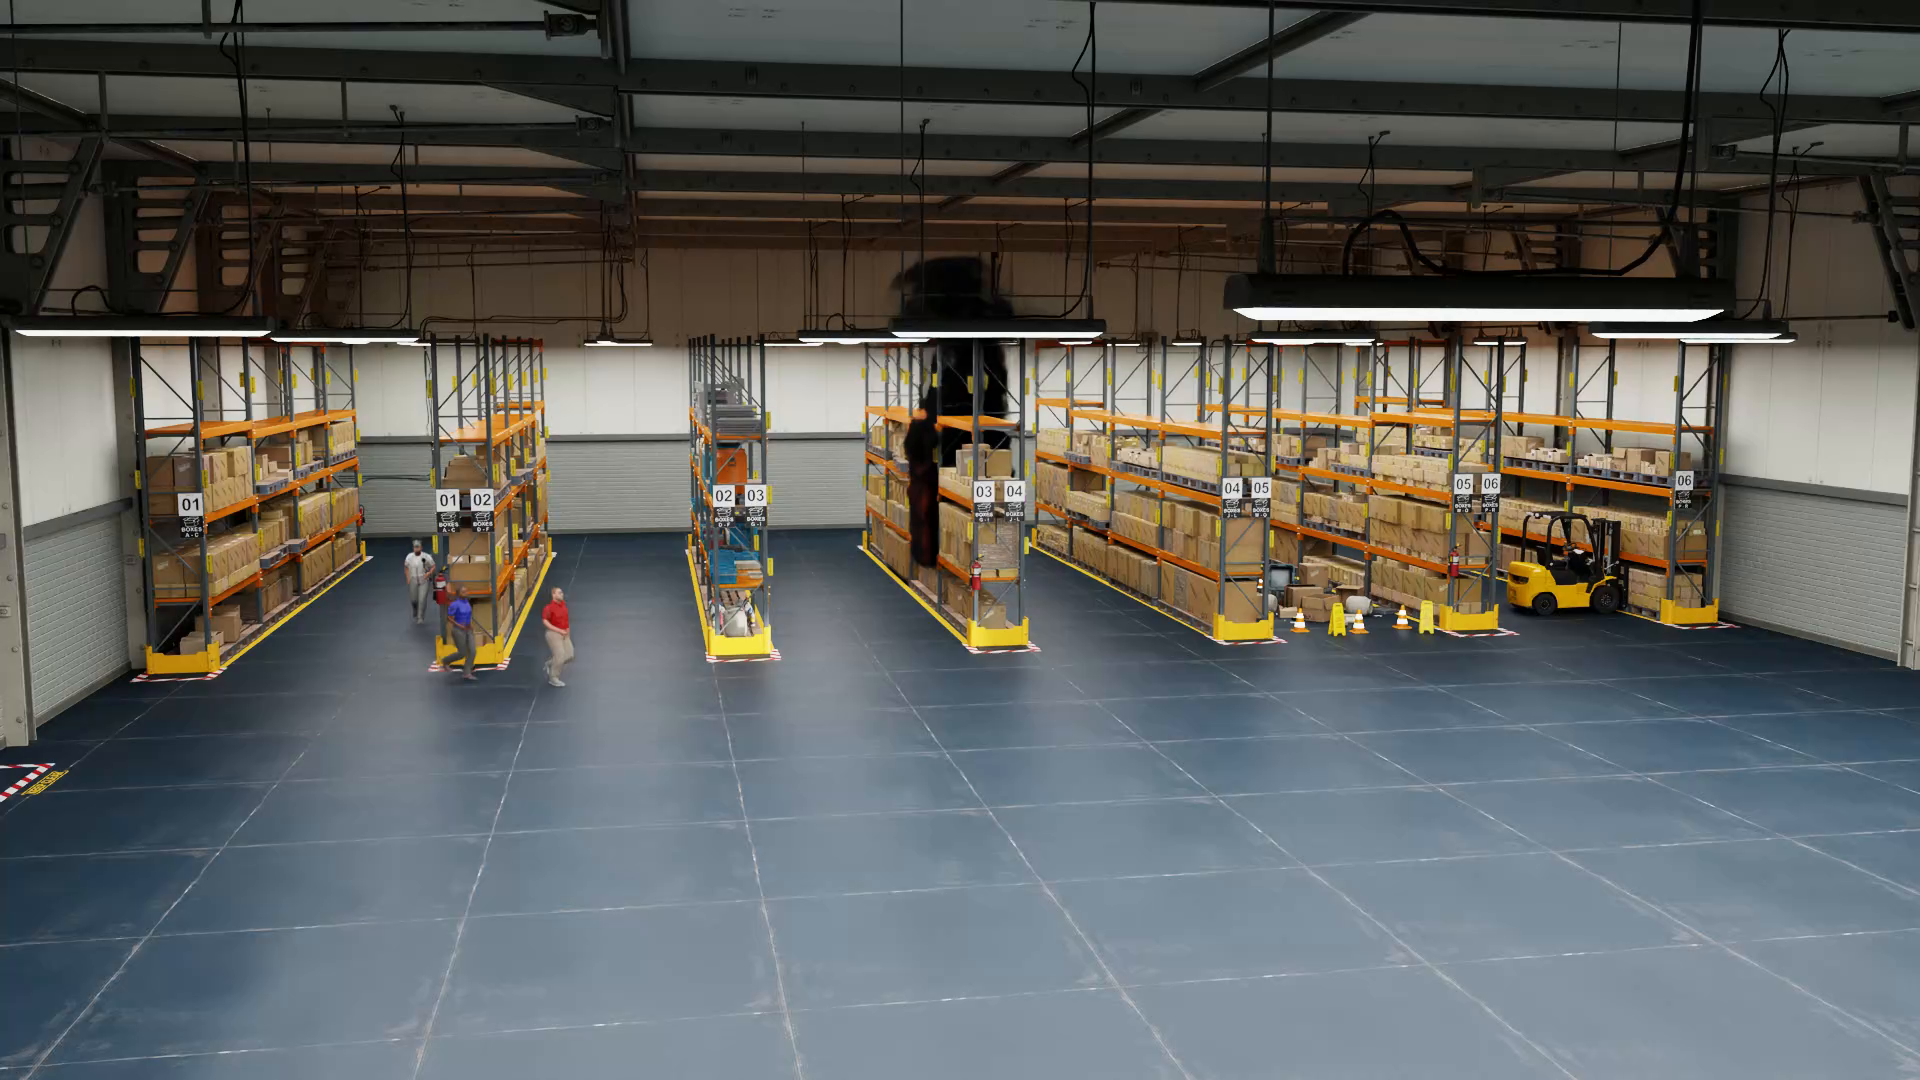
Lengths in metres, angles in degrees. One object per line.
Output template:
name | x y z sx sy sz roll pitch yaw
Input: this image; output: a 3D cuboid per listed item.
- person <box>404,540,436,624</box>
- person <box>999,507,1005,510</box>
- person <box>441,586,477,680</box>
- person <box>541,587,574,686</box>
person | -11.348 0.864 34.955 0.653 1.758 0.647 -1 7 -9
person | 1.414 -0.728 48.865 0.713 1.710 0.594 4 8 31
person | -8.736 1.615 28.991 0.653 1.657 0.594 2 7 20
person | -6.884 1.641 28.431 0.620 1.686 0.698 2 7 20
